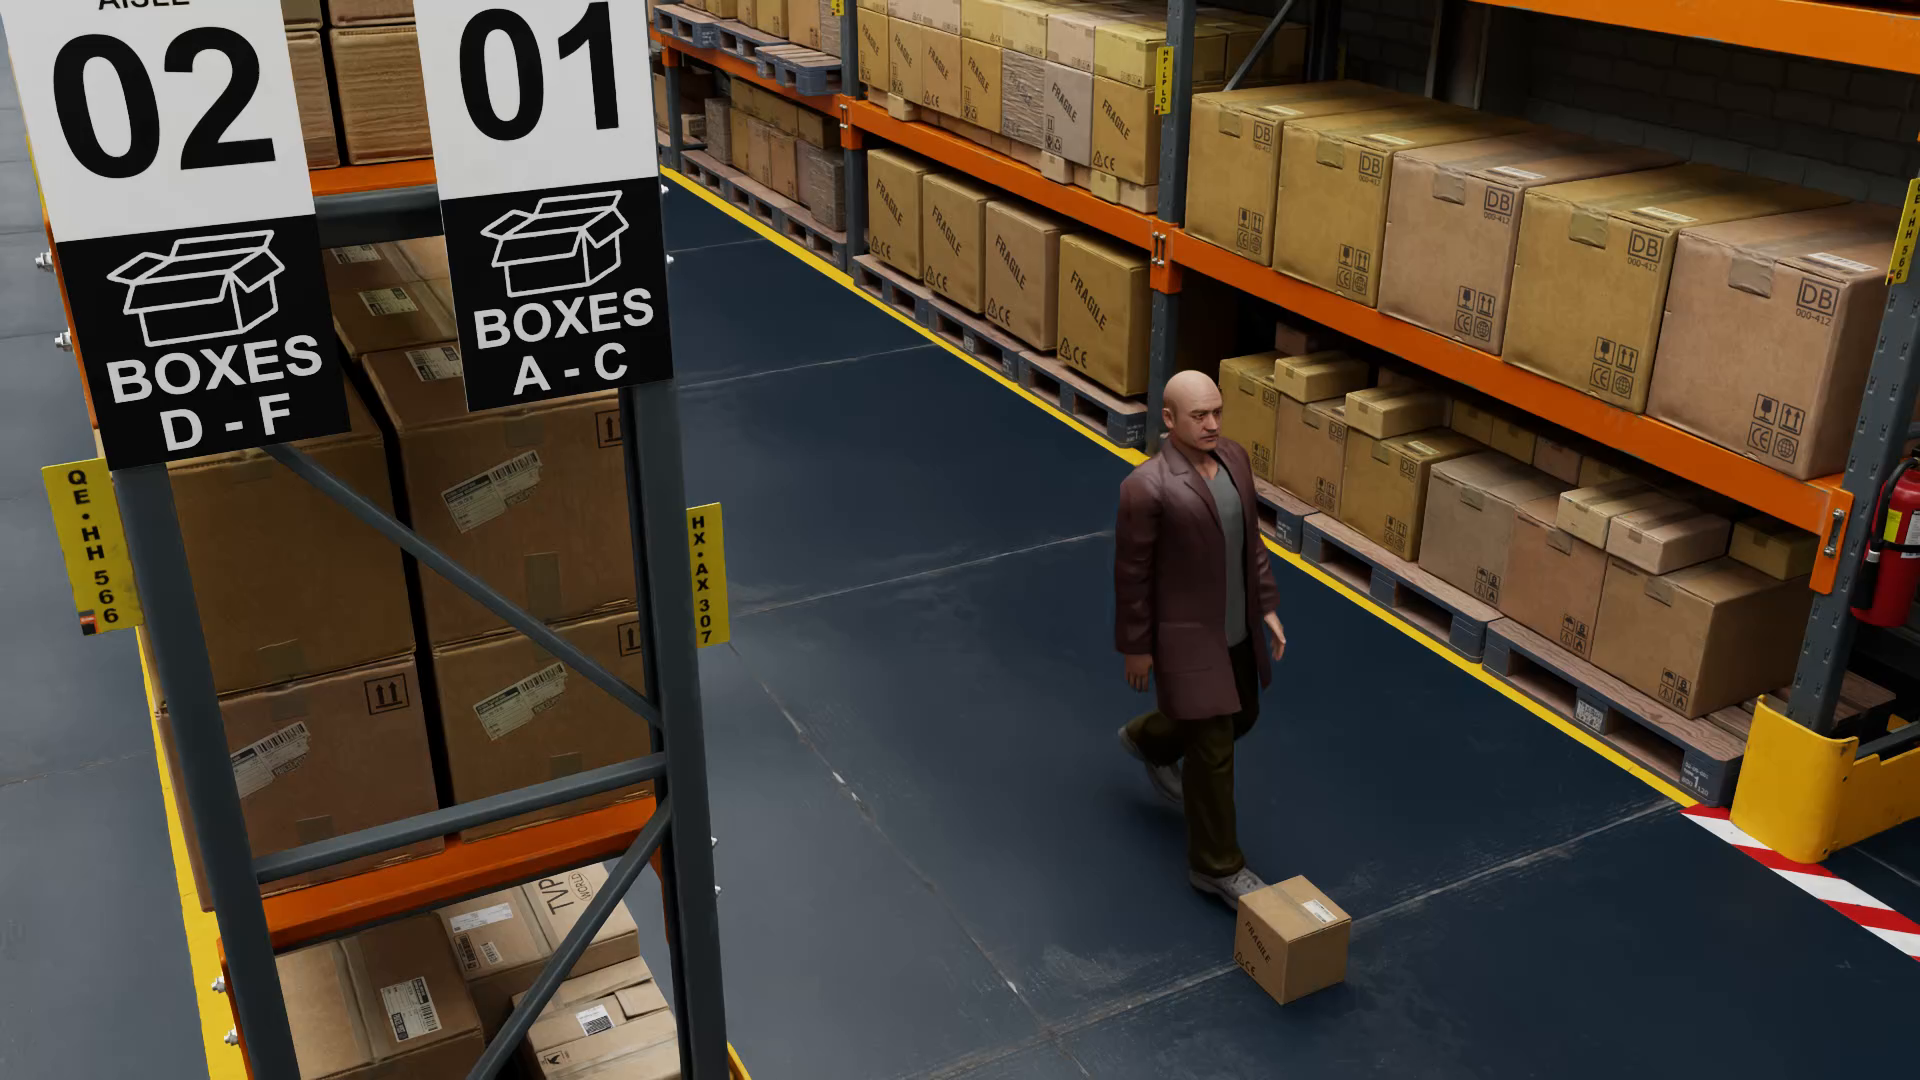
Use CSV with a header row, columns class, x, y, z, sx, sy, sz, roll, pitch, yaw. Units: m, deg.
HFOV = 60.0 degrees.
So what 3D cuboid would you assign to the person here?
class,x,y,z,sx,sy,sz,roll,pitch,yaw
person,0.810,0.299,5.472,0.581,1.750,0.918,-22,33,-39
